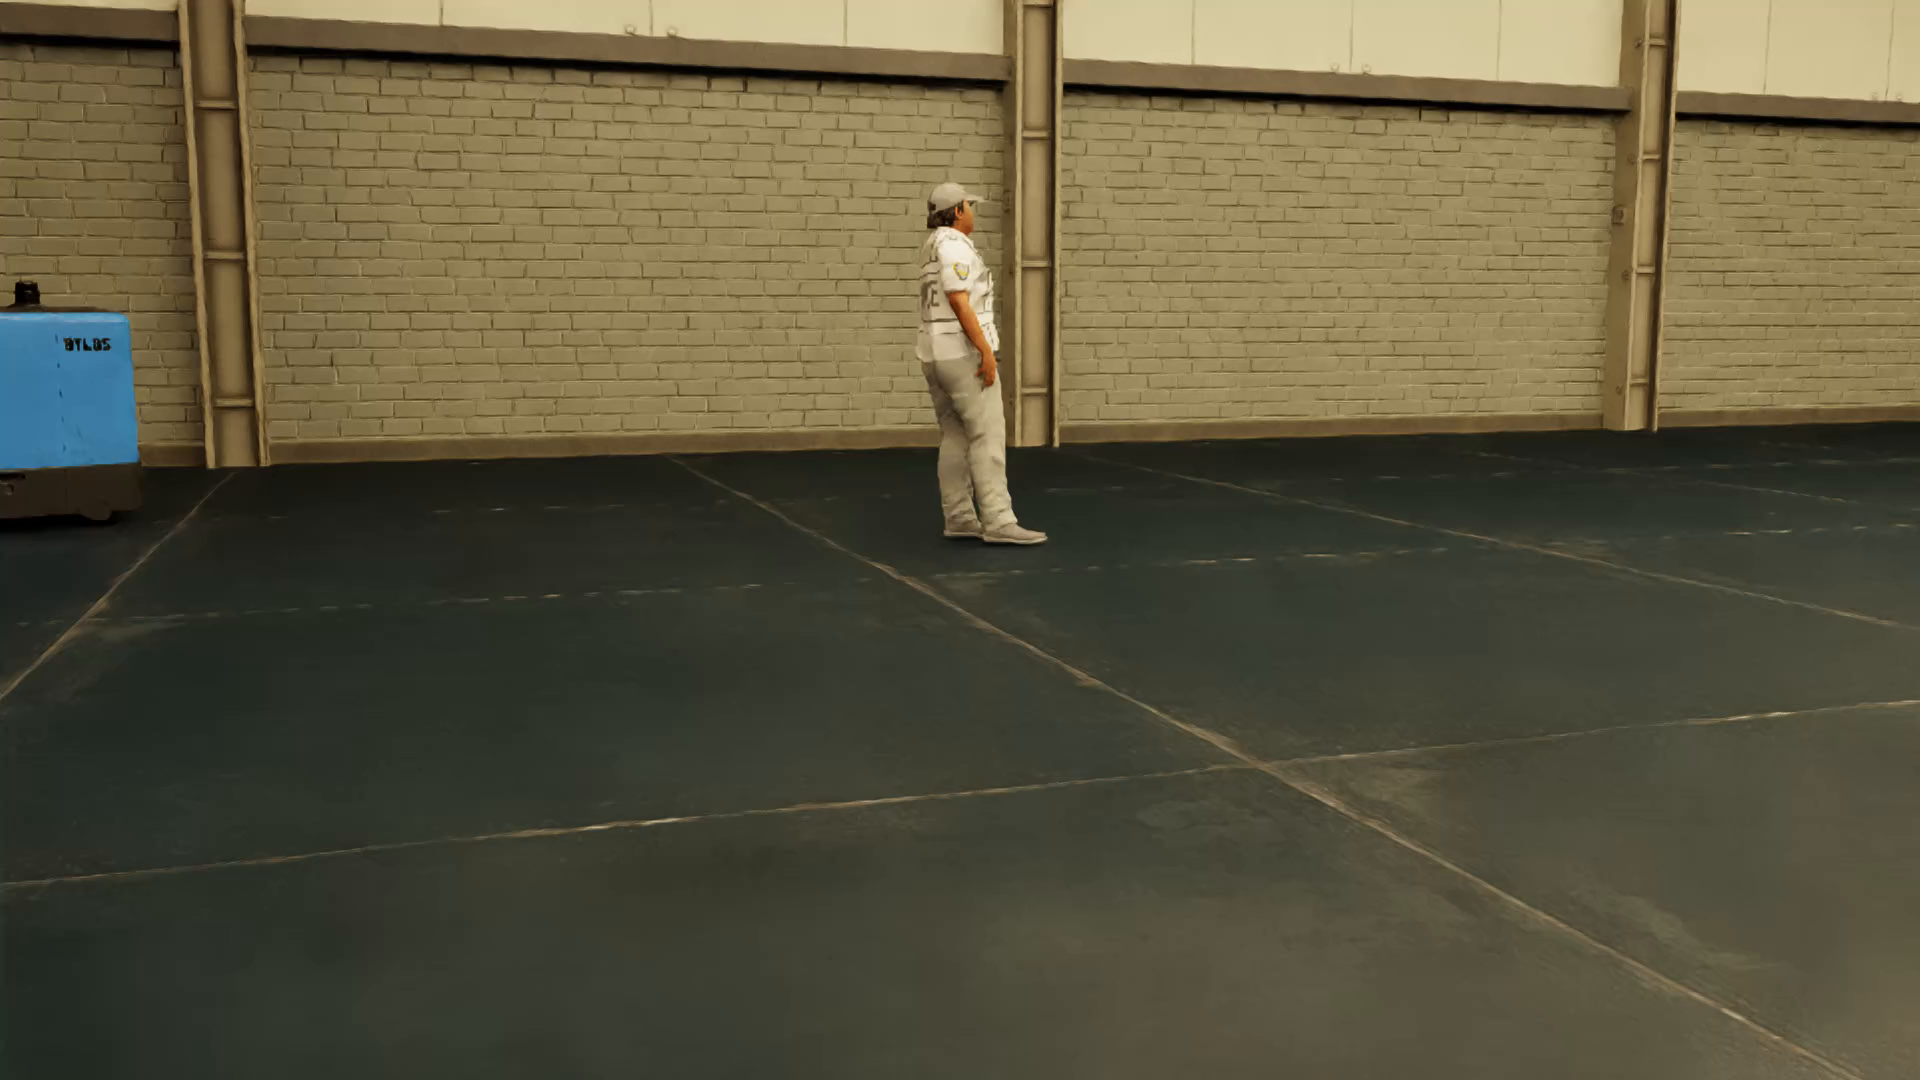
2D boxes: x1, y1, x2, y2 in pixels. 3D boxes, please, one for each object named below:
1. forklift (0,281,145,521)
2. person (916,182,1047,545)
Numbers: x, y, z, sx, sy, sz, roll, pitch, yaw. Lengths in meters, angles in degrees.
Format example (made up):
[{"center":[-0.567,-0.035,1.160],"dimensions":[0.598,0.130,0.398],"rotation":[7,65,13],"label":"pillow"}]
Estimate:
[{"center":[-5.690,-1.470,7.856],"dimensions":[3.031,2.935,1.130],"rotation":[-6,10,-38],"label":"forklift"},{"center":[0.080,-0.834,7.813],"dimensions":[0.529,1.669,0.598],"rotation":[-3,8,-18],"label":"person"}]
